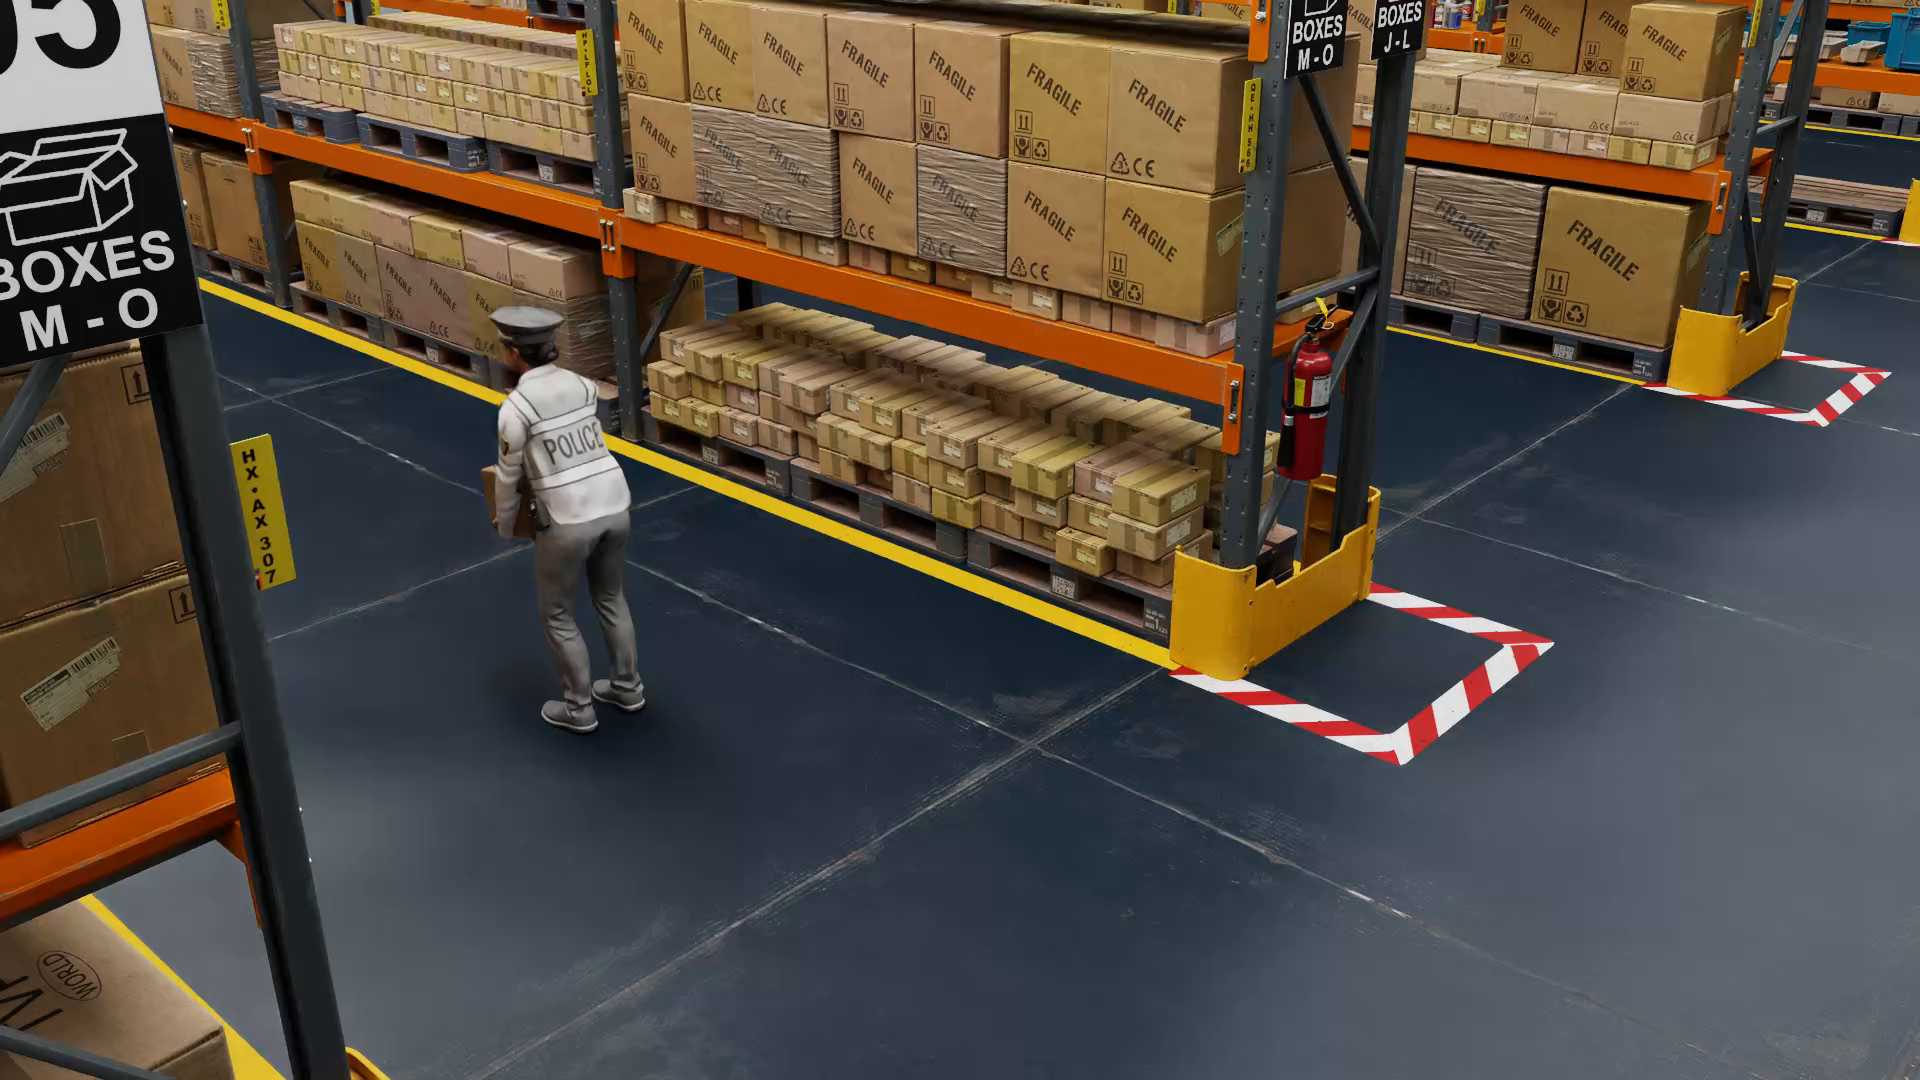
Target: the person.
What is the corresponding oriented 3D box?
[{"bbox_3d":[-1.514,-0.073,6.318,0.560,1.630,0.412,19,31,37],"label":"person"}]
